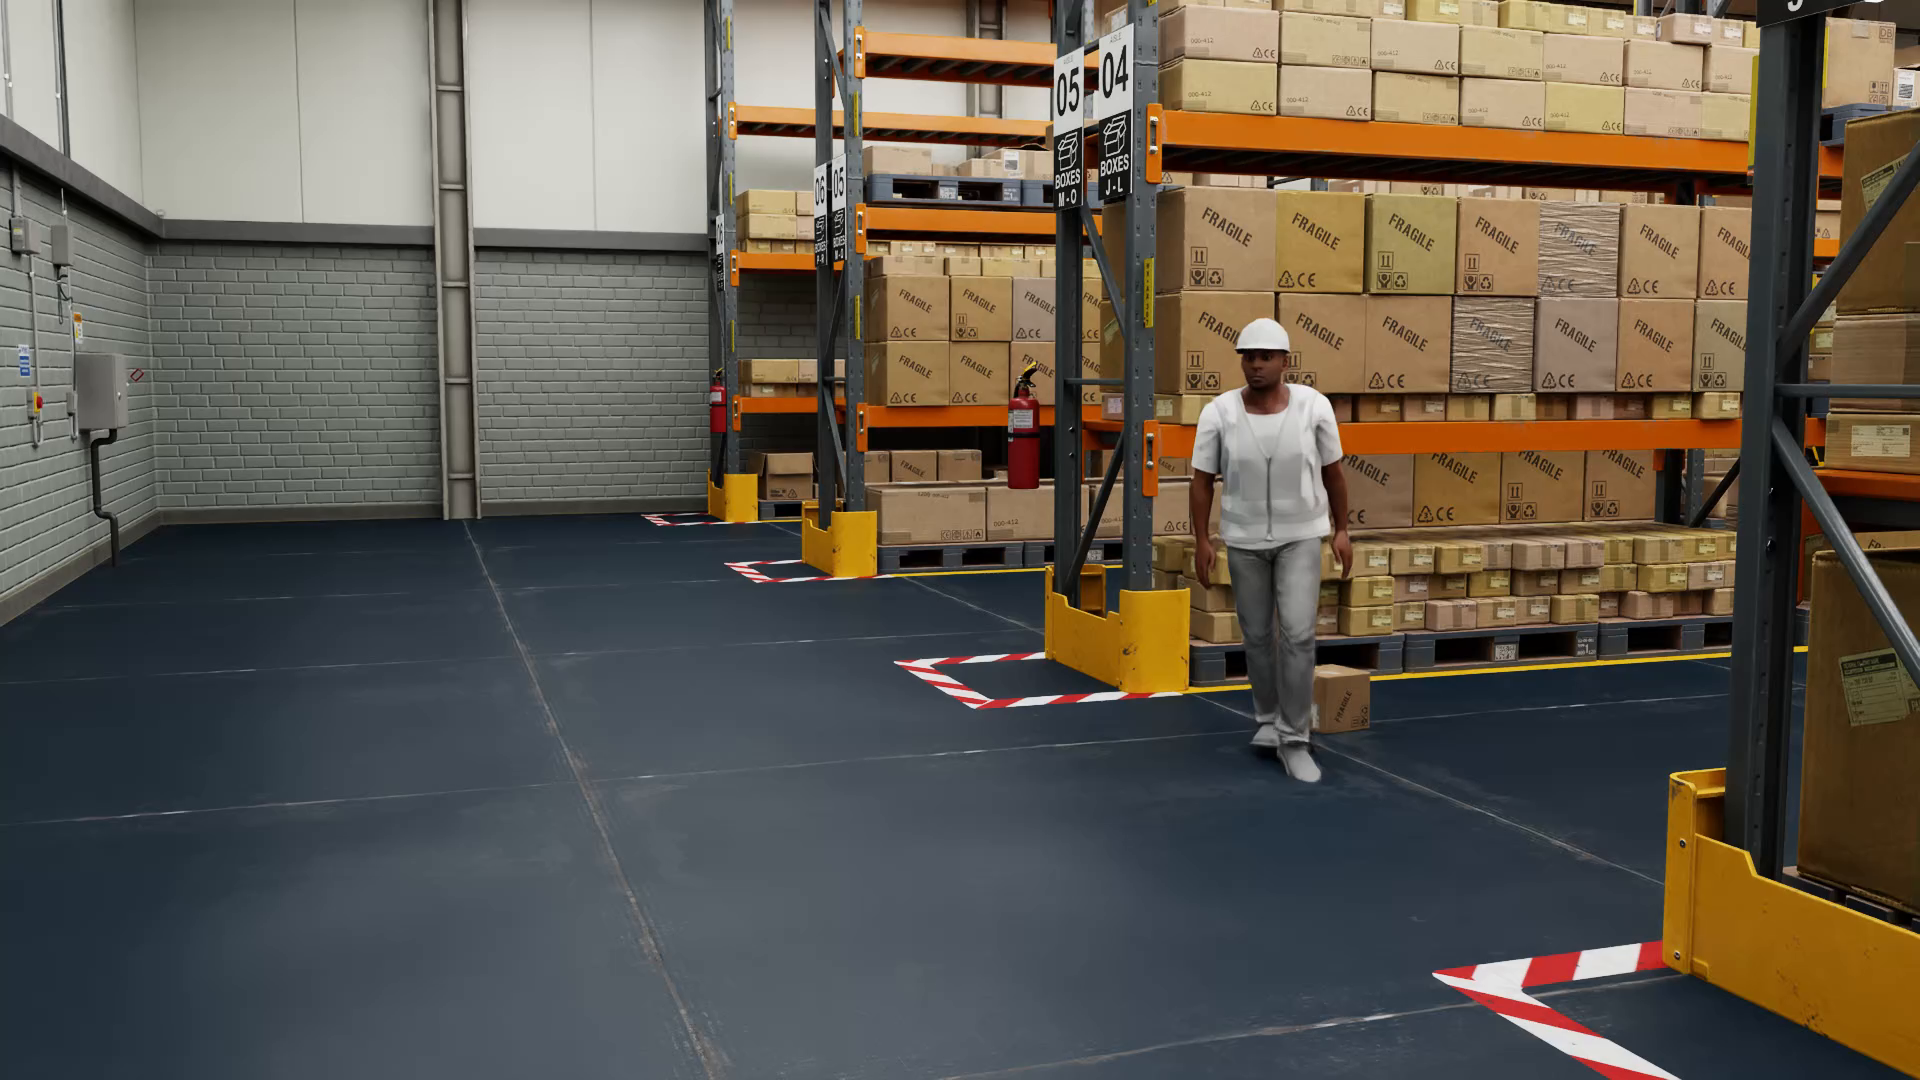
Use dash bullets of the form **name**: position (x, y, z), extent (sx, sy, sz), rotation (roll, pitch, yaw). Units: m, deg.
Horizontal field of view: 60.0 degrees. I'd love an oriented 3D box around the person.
- **person**: position (1.236, 0.029, 6.609), extent (0.629, 1.798, 0.612), rotation (2, 6, 17)
